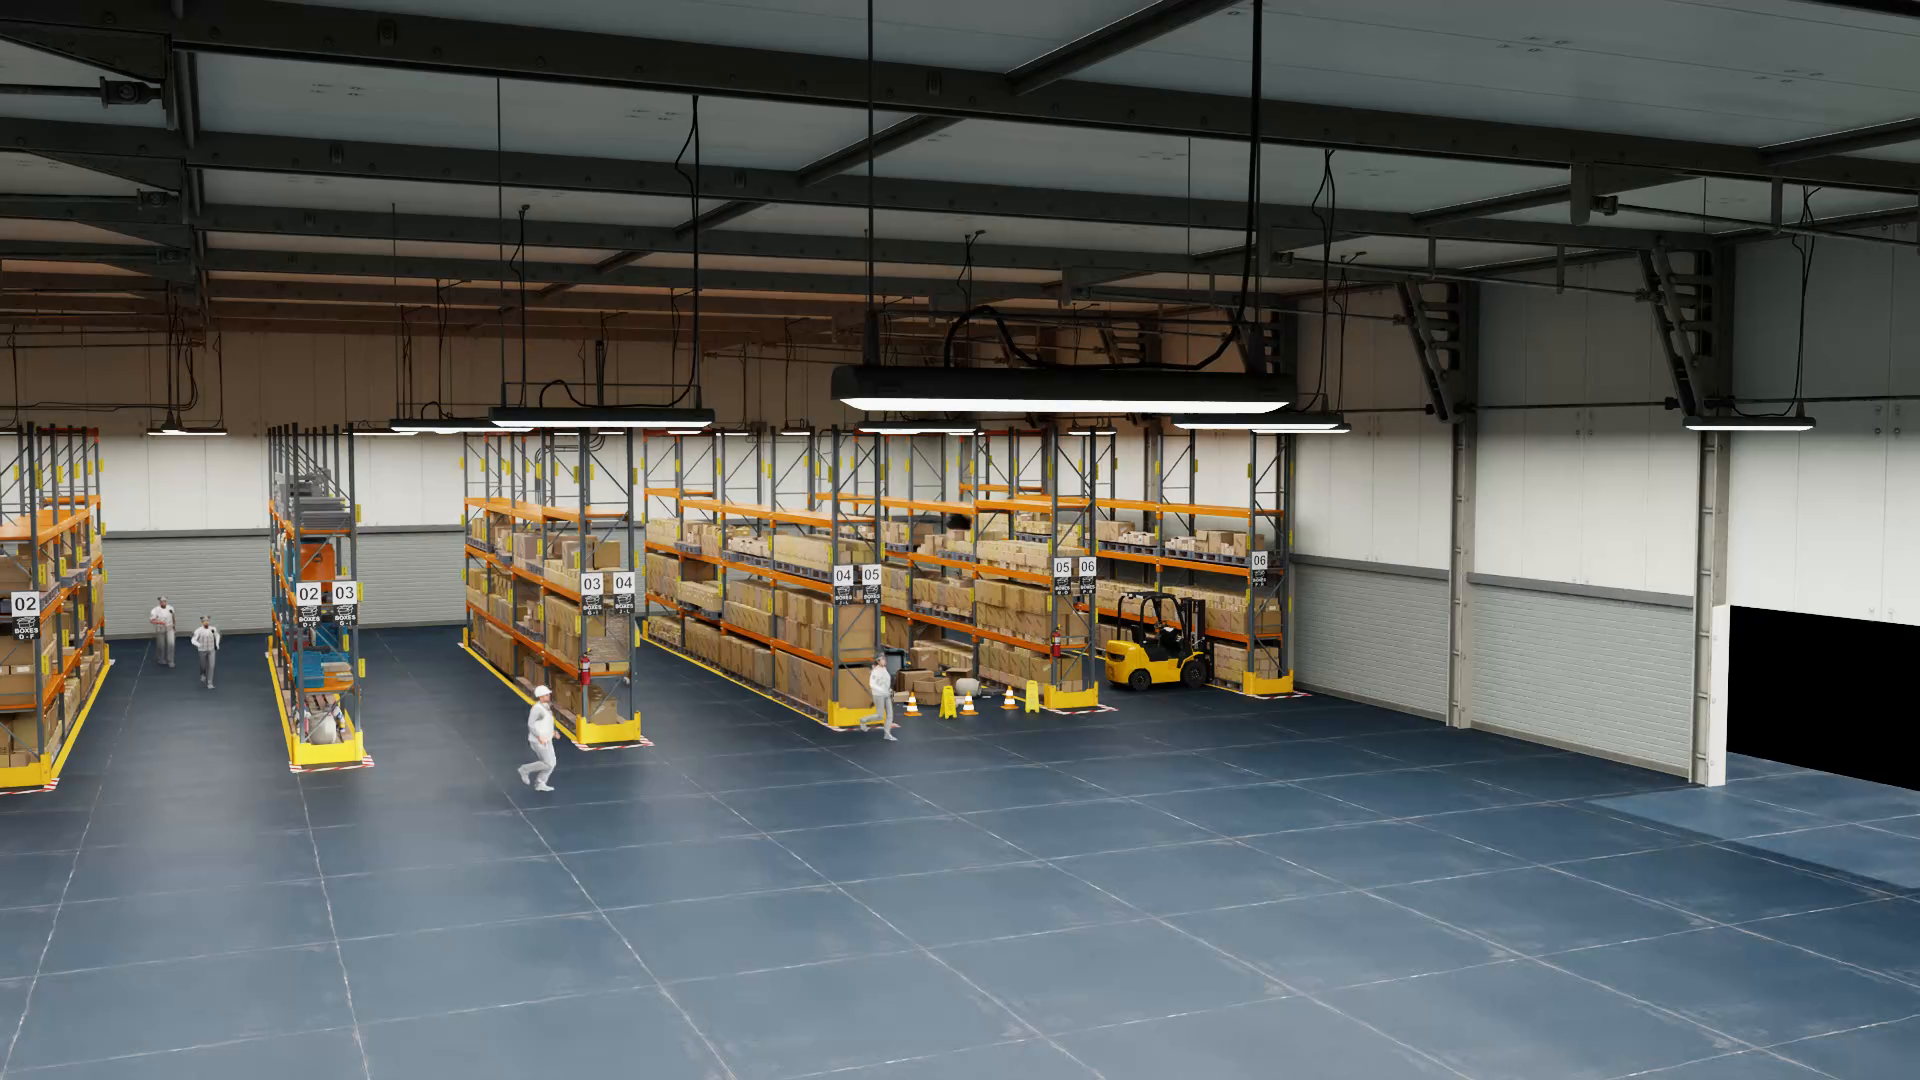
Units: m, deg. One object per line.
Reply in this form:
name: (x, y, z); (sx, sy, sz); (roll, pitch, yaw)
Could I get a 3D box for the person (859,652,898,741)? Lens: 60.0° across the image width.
person: (-1.535, 2.963, 31.619); (0.795, 1.683, 0.630); (2, 4, 26)

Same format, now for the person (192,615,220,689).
person: (-17.295, 2.551, 38.186); (0.628, 1.683, 0.865); (-2, 4, -33)

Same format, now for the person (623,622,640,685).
person: (-7.795, 2.477, 38.769); (0.698, 1.757, 0.886); (-2, 4, -27)

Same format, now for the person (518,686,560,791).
person: (-6.827, 3.221, 26.963); (0.616, 1.724, 0.648); (0, 3, 4)

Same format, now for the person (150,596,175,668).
person: (-20.021, 2.282, 41.789); (0.609, 1.791, 0.905); (-3, 4, -36)
